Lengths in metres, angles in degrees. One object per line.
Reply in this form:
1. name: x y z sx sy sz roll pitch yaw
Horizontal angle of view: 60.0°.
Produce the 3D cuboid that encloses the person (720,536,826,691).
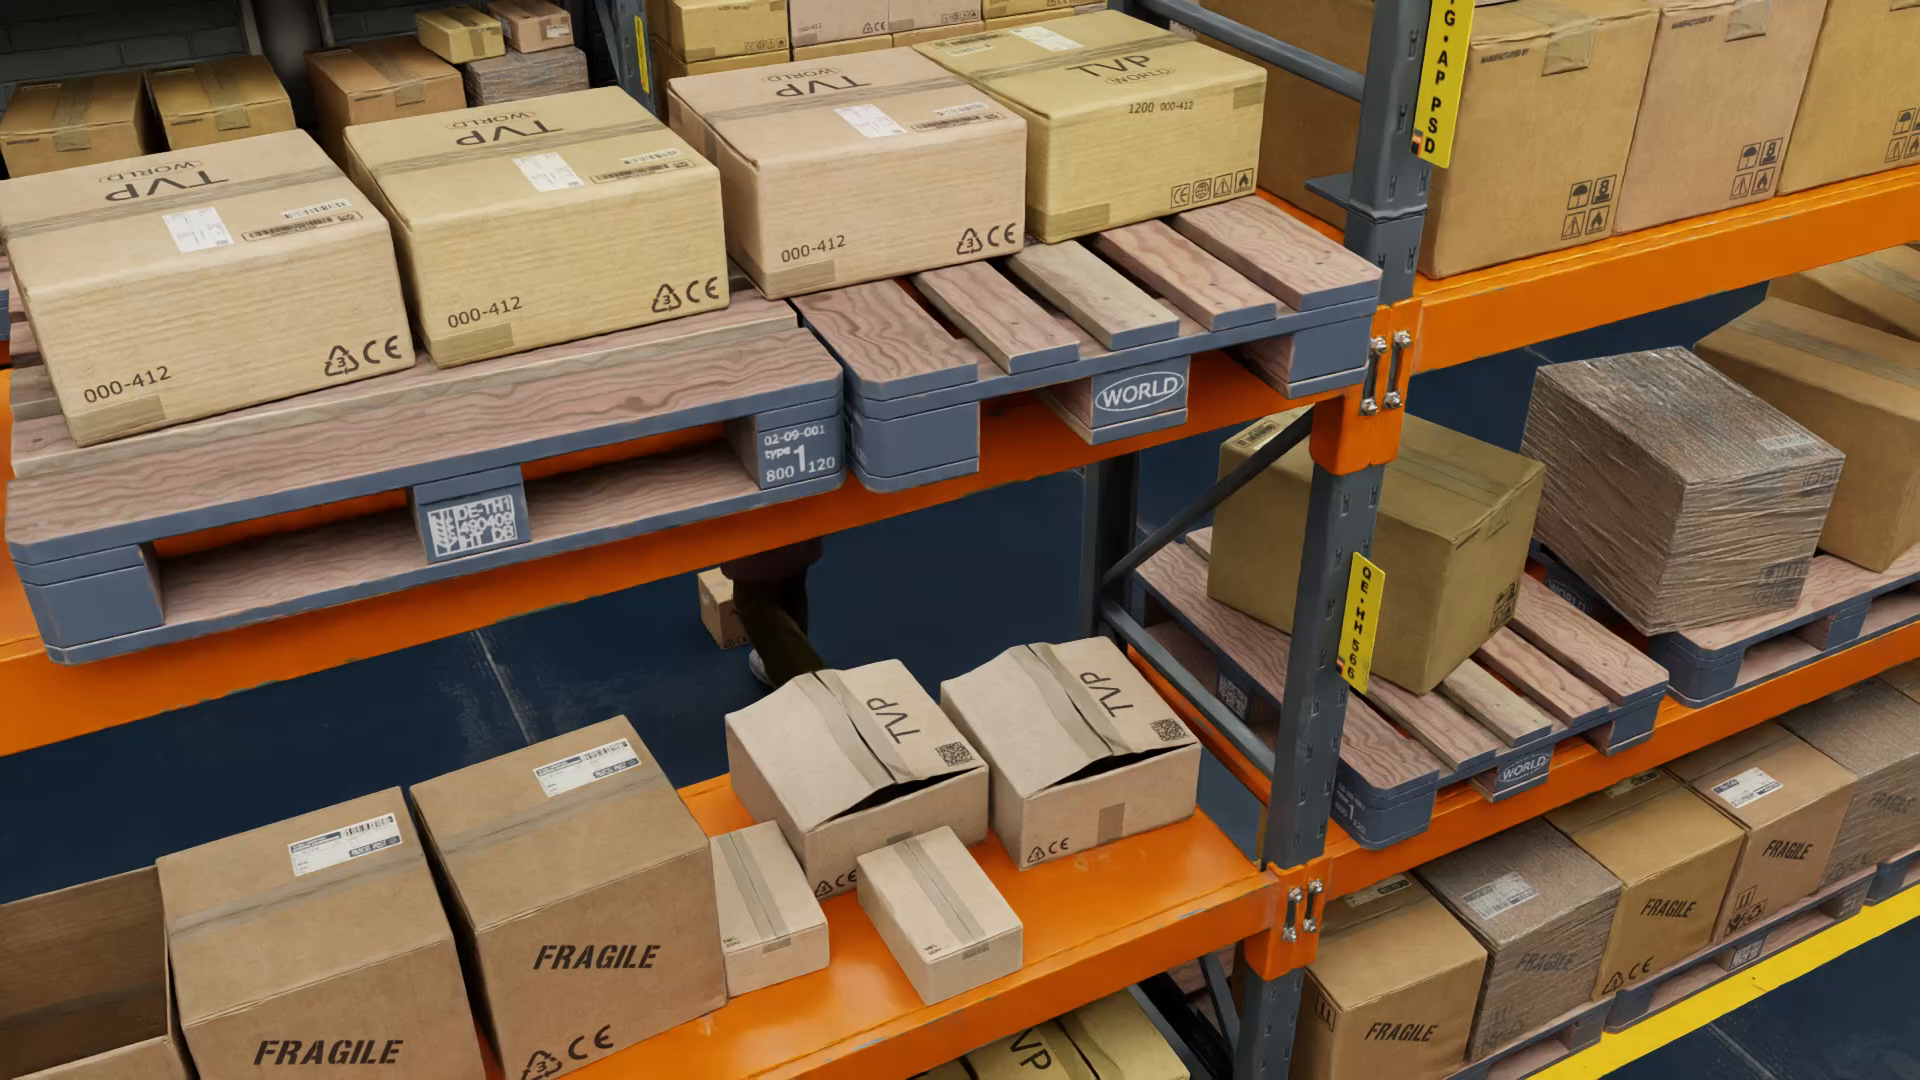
1. person: -0.671 -0.120 6.310 0.579 1.778 0.685 25 40 33
